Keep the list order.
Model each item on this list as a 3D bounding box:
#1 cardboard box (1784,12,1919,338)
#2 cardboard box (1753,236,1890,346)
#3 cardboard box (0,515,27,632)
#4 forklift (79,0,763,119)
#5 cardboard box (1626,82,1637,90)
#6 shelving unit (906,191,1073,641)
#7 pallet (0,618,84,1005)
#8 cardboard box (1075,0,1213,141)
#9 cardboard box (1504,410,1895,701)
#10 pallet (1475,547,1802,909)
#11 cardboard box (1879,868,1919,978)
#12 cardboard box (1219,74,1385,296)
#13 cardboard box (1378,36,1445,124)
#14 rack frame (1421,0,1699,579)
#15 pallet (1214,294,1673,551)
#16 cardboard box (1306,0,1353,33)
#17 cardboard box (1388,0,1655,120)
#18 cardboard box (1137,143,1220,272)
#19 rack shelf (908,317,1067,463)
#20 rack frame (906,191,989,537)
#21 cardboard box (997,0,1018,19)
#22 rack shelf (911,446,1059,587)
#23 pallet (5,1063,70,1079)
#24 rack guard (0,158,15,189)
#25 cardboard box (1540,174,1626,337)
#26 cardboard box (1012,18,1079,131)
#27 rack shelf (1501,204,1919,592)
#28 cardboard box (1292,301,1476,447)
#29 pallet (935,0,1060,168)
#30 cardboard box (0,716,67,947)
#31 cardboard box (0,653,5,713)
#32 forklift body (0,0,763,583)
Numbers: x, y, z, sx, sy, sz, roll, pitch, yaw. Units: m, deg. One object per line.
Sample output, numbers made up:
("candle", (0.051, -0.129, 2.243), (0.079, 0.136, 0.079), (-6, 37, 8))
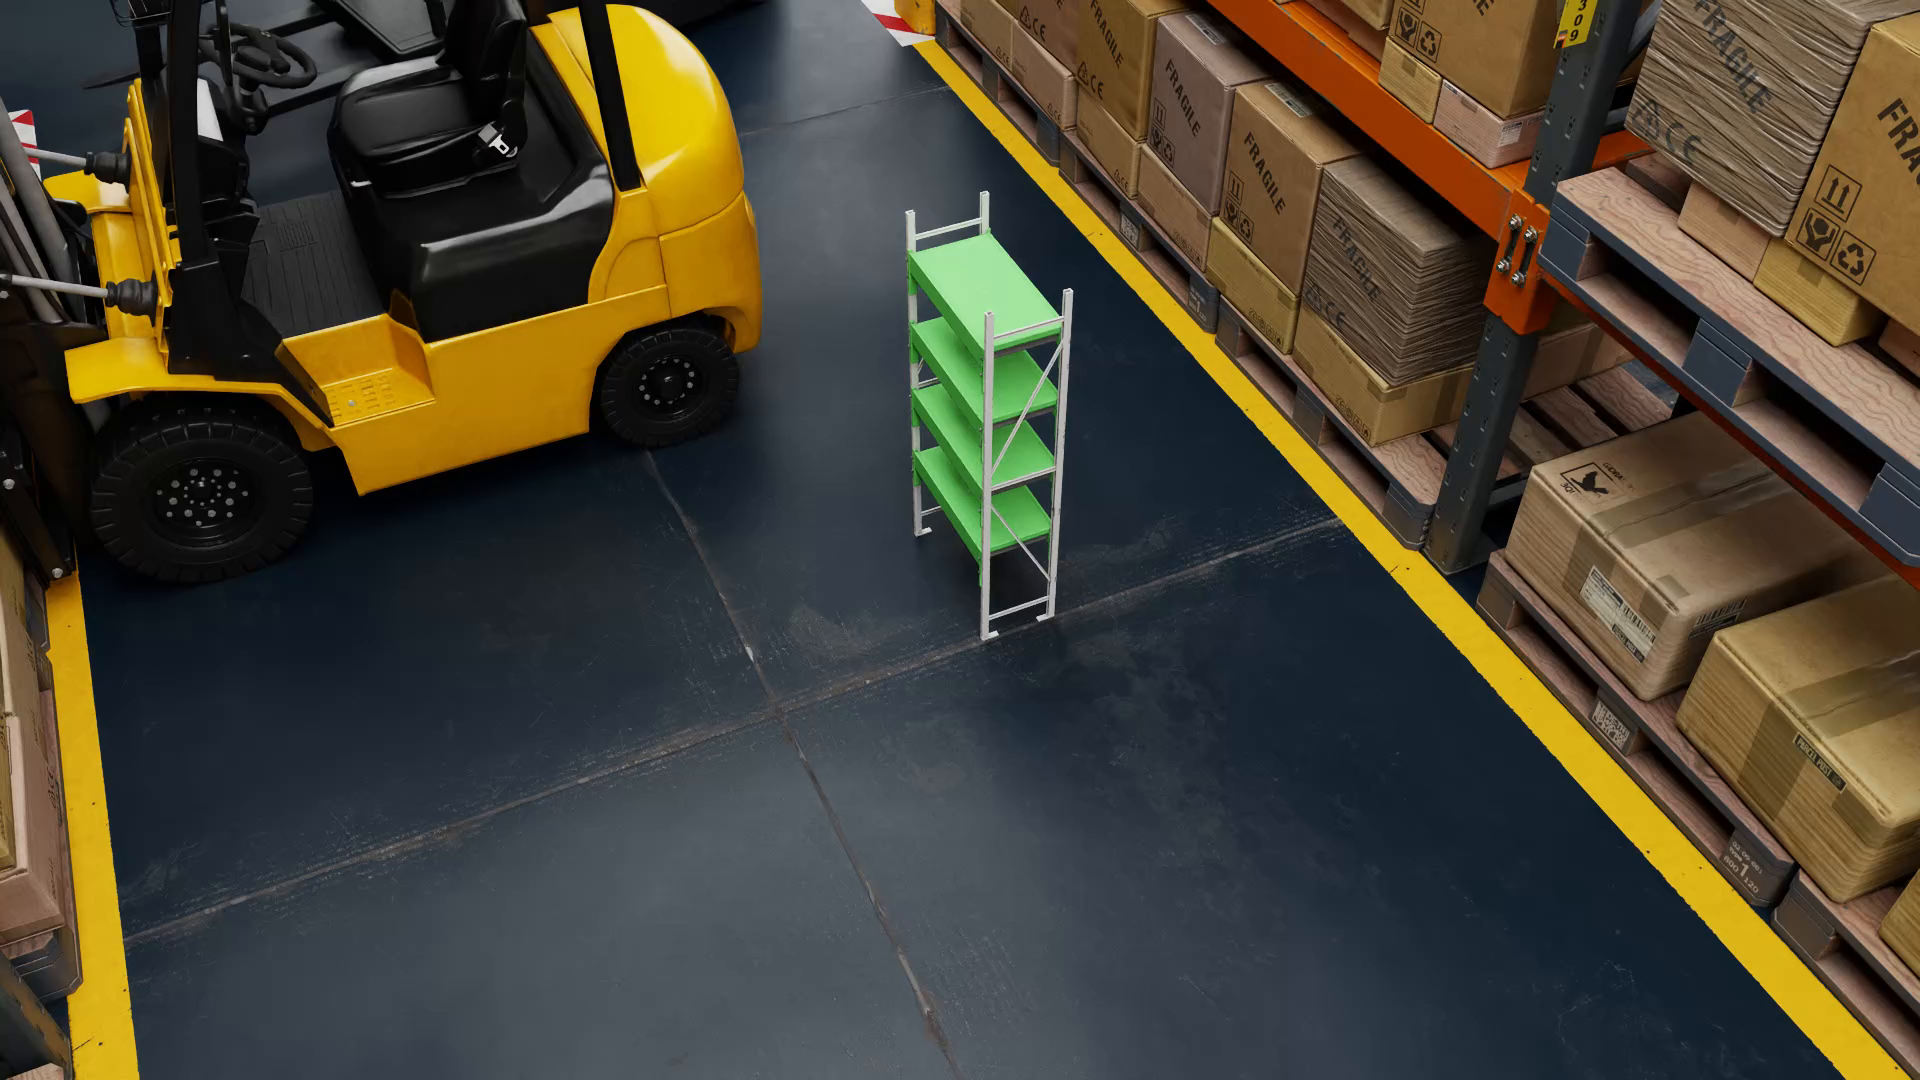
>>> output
("cardboard box", (2.073, -0.725, 3.267), (0.500, 0.500, 0.500), (-18, 47, -17))
("cardboard box", (1.967, -0.589, 3.591), (0.380, 0.149, 0.250), (-17, 47, -17))
("cardboard box", (-2.938, 0.113, 4.658), (0.500, 0.250, 0.500), (-17, 47, -17))
("forklift", (-2.242, -3.255, 6.462), (3.031, 2.935, 1.130), (-30, 52, -27))
("cardboard box", (2.083, -1.343, 4.654), (0.380, 0.149, 0.250), (-18, 47, -18))
("shelving unit", (0.070, -0.322, 4.722), (0.258, 1.200, 0.503), (-18, 47, -17))
("pallet", (-2.874, 0.805, 4.284), (1.003, 0.211, 1.213), (-18, 47, -17))
("cardboard box", (0.769, -1.859, 6.123), (0.500, 0.500, 0.500), (-17, 47, -17))
("cardboard box", (2.148, -0.017, 4.704), (0.950, 0.372, 0.625), (-17, 47, -17))
("pallet", (2.253, 0.352, 4.743), (1.003, 0.211, 1.213), (-18, 47, -17))
("cardboard box", (2.747, 0.883, 3.792), (0.950, 0.372, 0.625), (-17, 47, -16))
("cardboard box", (1.217, -1.196, 5.451), (0.500, 0.500, 0.500), (-17, 47, -17))
("cardboard box", (1.402, -1.319, 4.630), (0.380, 0.149, 0.250), (-17, 47, -17))
("rack frame", (1.925, -1.136, 4.266), (1.000, 3.000, 0.127), (-18, 47, -17))
("pallet", (1.610, -0.561, 5.669), (1.003, 0.211, 1.213), (-18, 47, -17))
("cardboard box", (1.271, -1.671, 4.986), (0.380, 0.149, 0.250), (-19, 48, -18))
("cardboard box", (1.512, -1.488, 4.339), (0.500, 0.500, 0.500), (-19, 48, -18))
("cardboard box", (0.990, -1.266, 6.056), (0.500, 0.250, 0.500), (-17, 47, -17))
("rack shelf", (0.070, -0.447, 4.598), (0.258, 0.148, 0.480), (-18, 47, -17))
("rack frame", (-0.033, -0.477, 4.879), (0.240, 1.200, 0.015), (-18, 47, -17))
("cardboard box", (0.342, -2.512, 6.785), (0.500, 0.500, 0.500), (-20, 48, -19))
("rack shelf", (0.070, -0.105, 4.935), (0.258, 0.148, 0.480), (-18, 47, -17))
("pallet", (-2.232, 1.782, 3.293), (1.003, 0.211, 1.213), (-18, 47, -17))
("rack guard", (-4.269, -1.343, 6.255), (1.175, 0.500, 0.348), (-18, 47, -17))
("cardboard box", (1.922, -1.030, 5.283), (0.500, 0.500, 0.500), (-16, 47, -16))
("cardboard box", (0.539, -1.933, 6.732), (0.500, 0.250, 0.500), (-16, 47, -16))
("rack shelf", (2.766, 0.394, 3.227), (1.077, 0.370, 4.000), (-18, 47, -17))
("cardboard box", (1.432, -0.605, 5.386), (0.500, 0.250, 0.500), (-16, 47, -16))
("pallet", (0.584, -2.116, 7.245), (1.003, 0.211, 1.213), (-18, 47, -17))
("cardboard box", (-2.480, 0.755, 4.008), (0.500, 0.250, 0.500), (-18, 47, -17))
("cardboard box", (-2.714, 0.263, 4.150), (0.500, 0.250, 0.500), (-18, 47, -18))
("forklift body", (-1.807, -1.245, 4.981), (2.313, 2.155, 1.214), (-18, 47, -17))
